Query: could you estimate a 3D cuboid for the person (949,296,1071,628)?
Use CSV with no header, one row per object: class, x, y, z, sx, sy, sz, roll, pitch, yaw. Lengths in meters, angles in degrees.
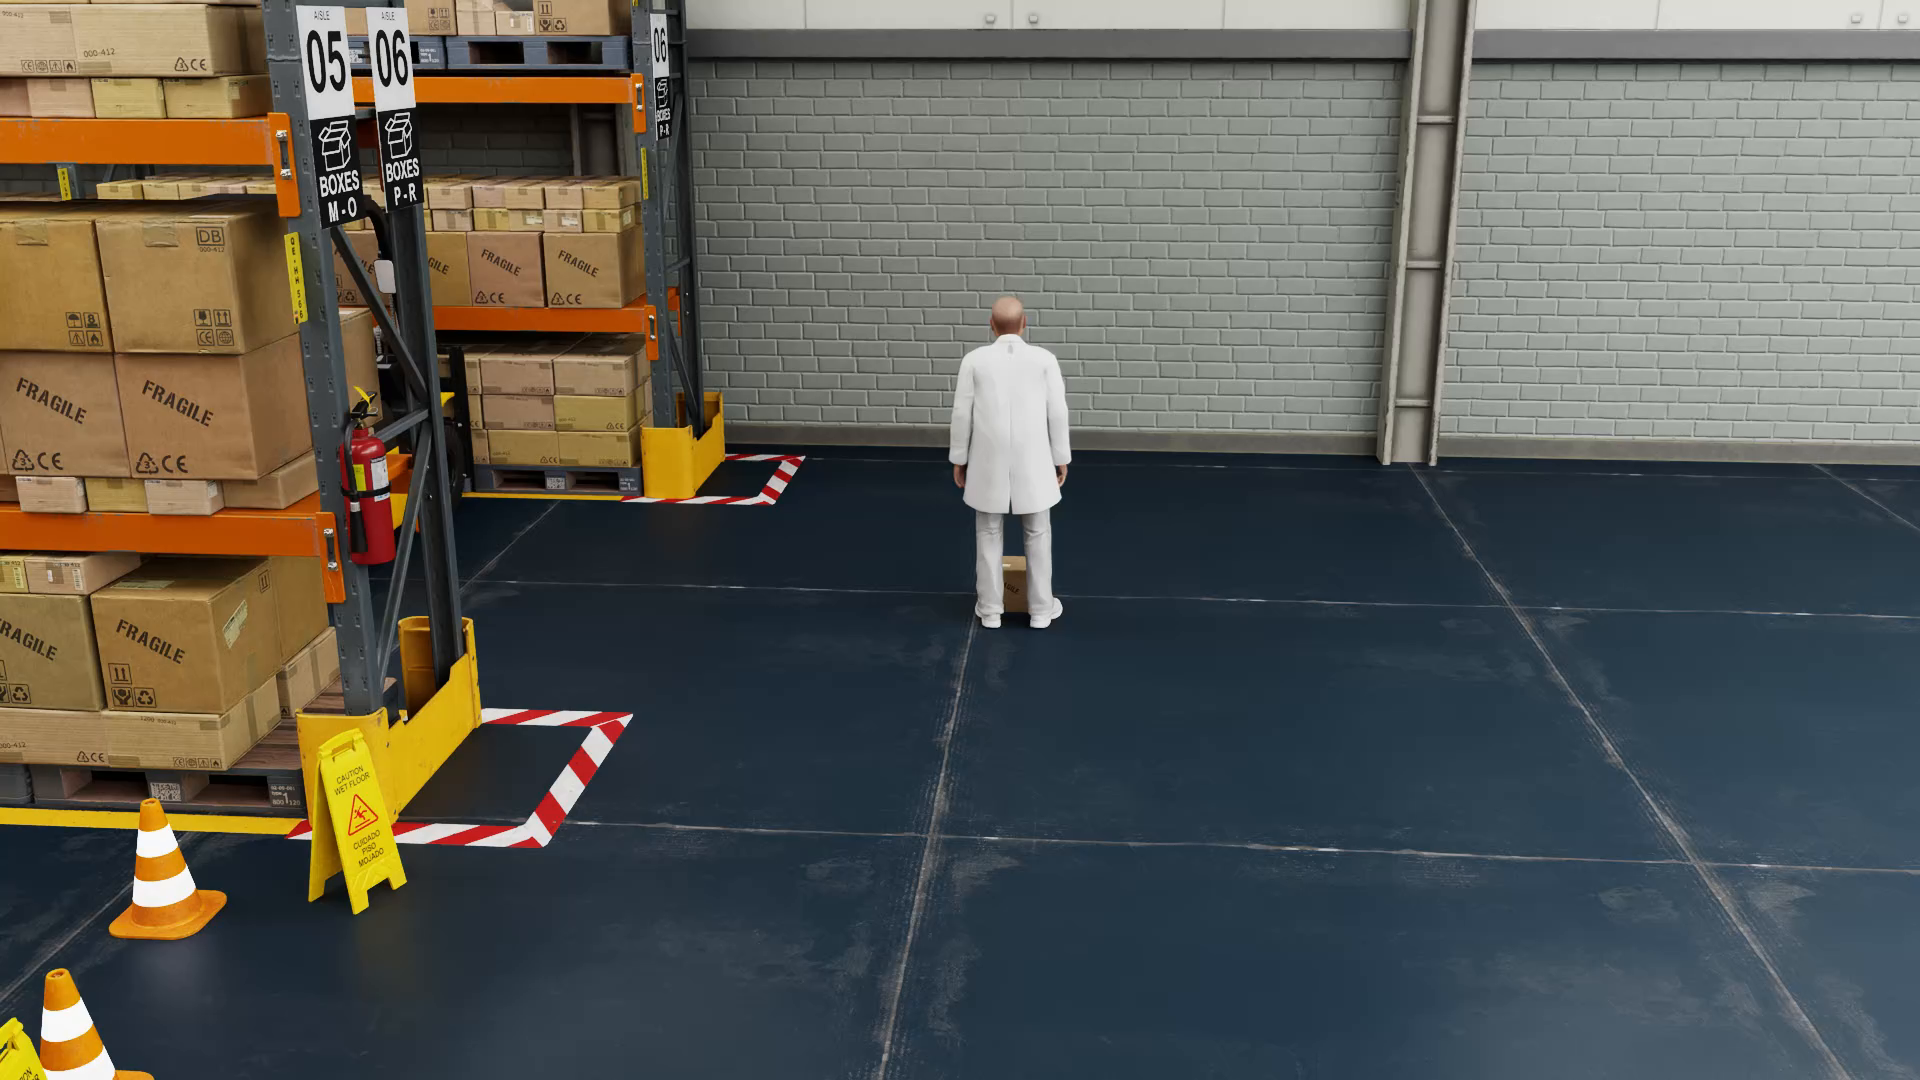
person,0.268,-0.407,8.886,0.654,1.774,0.415,1,17,3
